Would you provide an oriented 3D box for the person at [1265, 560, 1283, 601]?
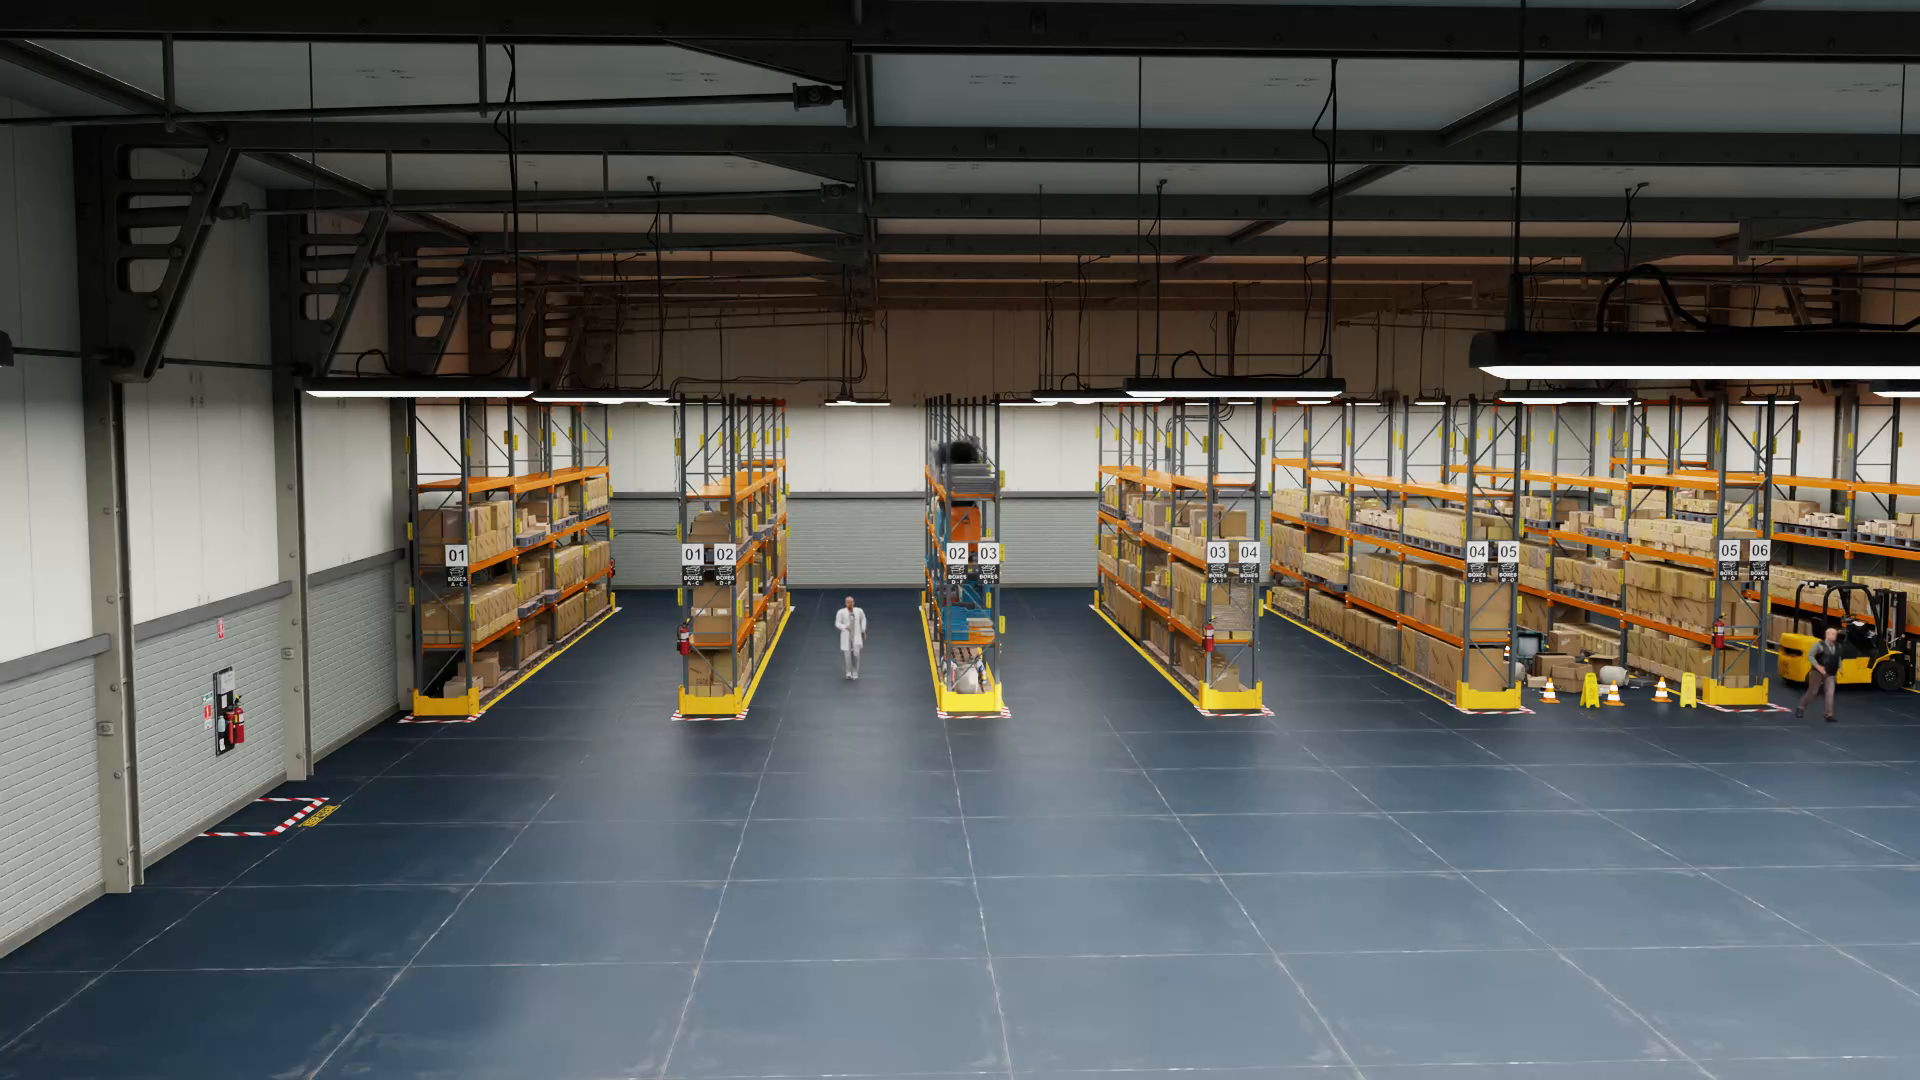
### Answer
[{"bbox_3d":[9.489,0.964,49.422,0.760,1.841,0.689,-3,5,-33],"label":"person"}]

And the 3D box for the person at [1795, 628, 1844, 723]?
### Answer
[{"bbox_3d":[15.748,2.450,30.215,0.691,1.701,0.977,0,5,-4],"label":"person"}]

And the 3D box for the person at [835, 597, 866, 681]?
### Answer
[{"bbox_3d":[-2.295,2.078,35.015,0.660,1.779,0.849,-1,5,-6],"label":"person"}]
